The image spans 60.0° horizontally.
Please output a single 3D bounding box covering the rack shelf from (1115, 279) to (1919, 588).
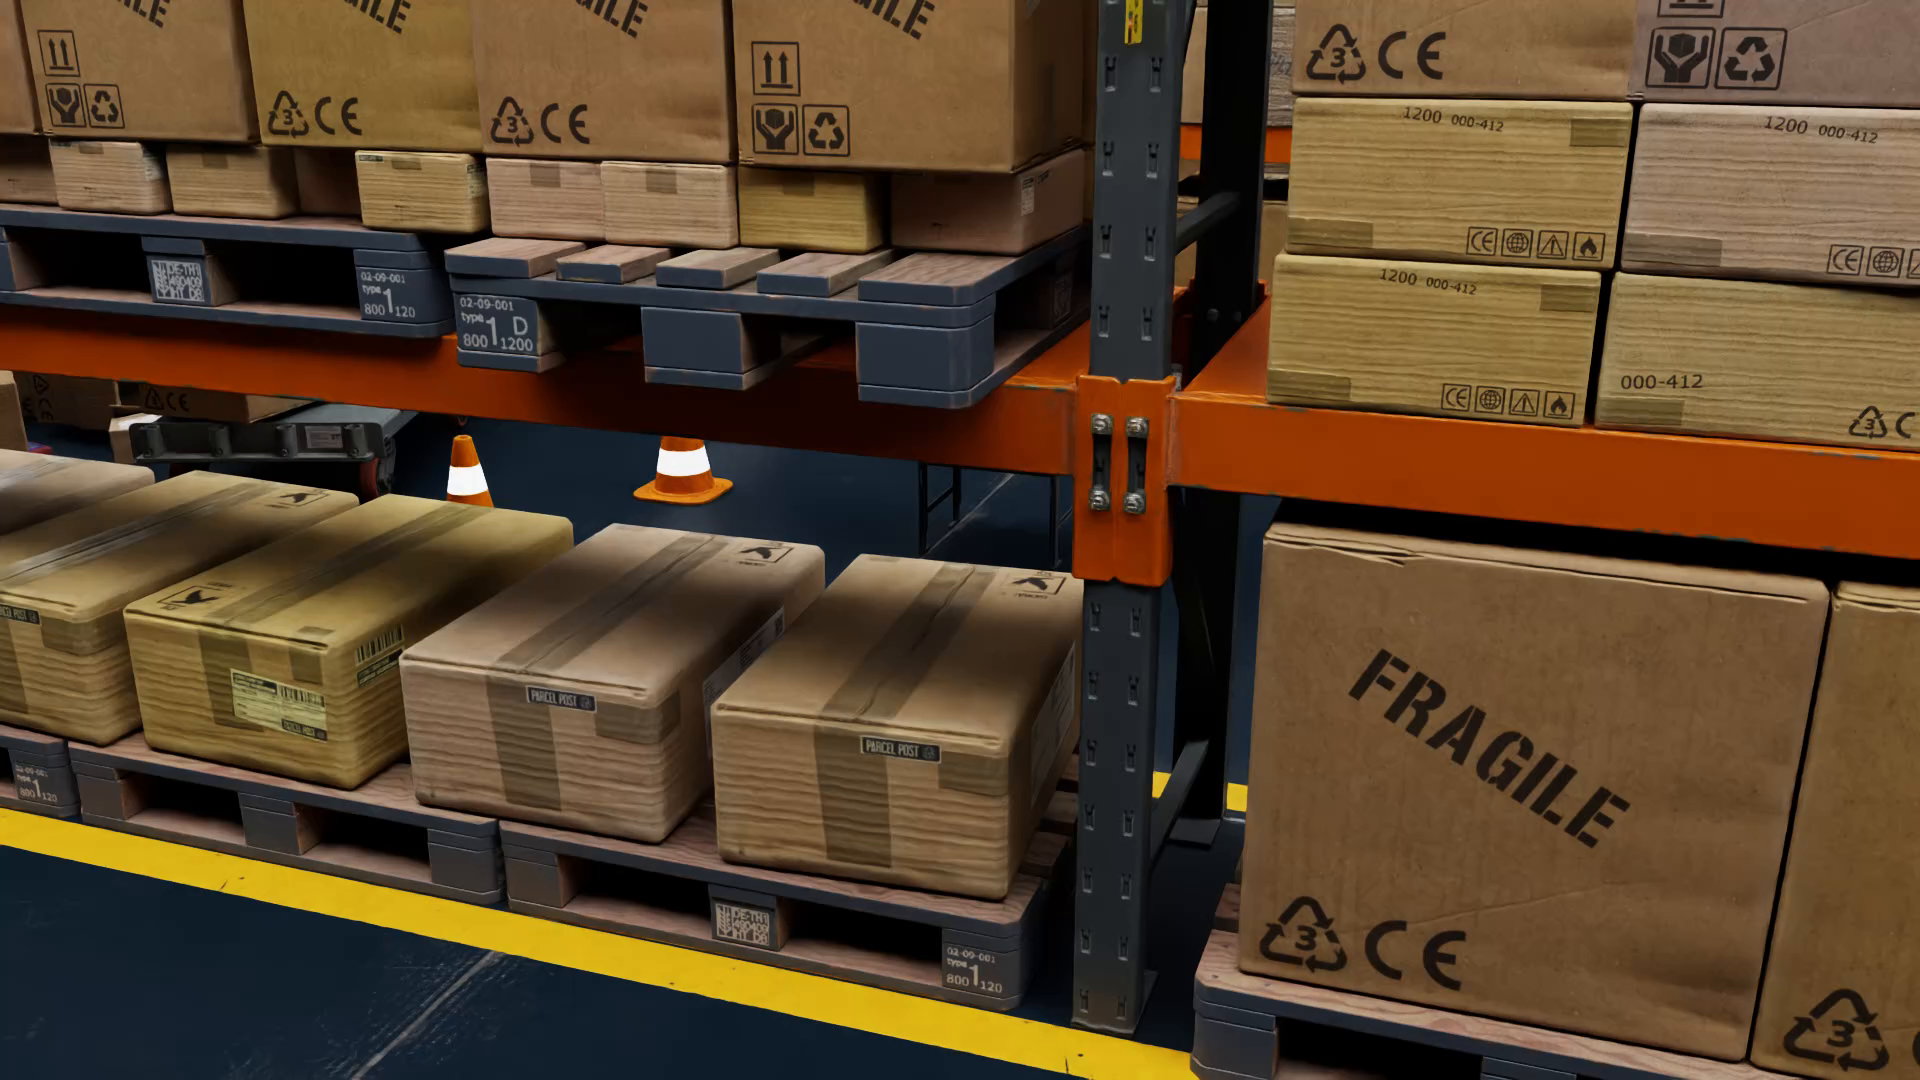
[{"bbox_3d":[2.333,-0.042,2.732,4.000,0.370,1.077,7,20,18],"label":"rack shelf"}]

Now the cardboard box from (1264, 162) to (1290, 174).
[{"bbox_3d":[2.528,-2.828,12.763,0.500,0.500,0.700,5,20,14],"label":"cardboard box"}]

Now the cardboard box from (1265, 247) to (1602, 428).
[{"bbox_3d":[0.823,-0.396,2.882,0.500,0.250,0.500,6,20,17],"label":"cardboard box"}]

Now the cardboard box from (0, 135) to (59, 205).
[{"bbox_3d":[-1.929,-0.847,3.692,0.250,0.149,0.380,7,20,18],"label":"cardboard box"}]

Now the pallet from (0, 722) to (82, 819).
[{"bbox_3d":[-2.599,0.371,4.692,1.213,0.211,1.003,7,20,18],"label":"pallet"}]

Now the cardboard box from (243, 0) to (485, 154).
[{"bbox_3d":[-1.046,-1.053,3.298,0.500,0.500,0.500,5,20,14],"label":"cardboard box"}]

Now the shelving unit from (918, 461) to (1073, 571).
[{"bbox_3d":[0.156,-0.974,5.679,0.503,2.100,0.431,7,20,18],"label":"shelving unit"}]

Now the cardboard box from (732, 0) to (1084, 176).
[{"bbox_3d":[-0.077,-0.946,2.992,0.500,0.500,0.500,6,20,16],"label":"cardboard box"}]

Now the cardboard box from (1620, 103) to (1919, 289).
[{"bbox_3d":[1.329,-0.575,2.638,0.500,0.250,0.500,7,20,19],"label":"cardboard box"}]

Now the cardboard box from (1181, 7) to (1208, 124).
[{"bbox_3d":[0.988,-2.214,7.720,0.500,0.500,0.500,7,20,18],"label":"cardboard box"}]

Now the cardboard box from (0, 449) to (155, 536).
[{"bbox_3d":[-2.839,0.069,4.676,0.625,0.372,0.950,7,20,19],"label":"cardboard box"}]

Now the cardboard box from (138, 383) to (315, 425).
[{"bbox_3d":[-2.779,-0.764,6.357,0.500,0.500,0.500,7,20,18],"label":"cardboard box"}]

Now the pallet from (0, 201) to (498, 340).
[{"bbox_3d":[-1.440,-0.708,3.842,1.213,0.211,1.003,7,20,18],"label":"pallet"}]

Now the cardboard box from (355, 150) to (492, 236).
[{"bbox_3d":[-0.973,-0.714,3.312,0.250,0.149,0.380,7,20,19],"label":"cardboard box"}]

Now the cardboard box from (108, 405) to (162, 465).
[{"bbox_3d":[-3.400,-0.494,7.090,0.396,0.266,0.258,-7,20,-20],"label":"cardboard box"}]

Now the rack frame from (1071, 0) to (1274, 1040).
[{"bbox_3d":[0.443,-0.598,3.234,0.127,3.000,1.000,7,20,18],"label":"rack frame"}]

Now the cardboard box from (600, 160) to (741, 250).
[{"bbox_3d":[-0.473,-0.659,3.154,0.250,0.149,0.380,6,20,18],"label":"cardboard box"}]

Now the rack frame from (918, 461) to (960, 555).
[{"bbox_3d":[-0.074,-1.000,5.755,0.015,2.100,0.400,7,20,18],"label":"rack frame"}]

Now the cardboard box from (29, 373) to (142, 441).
[{"bbox_3d":[-3.737,-0.846,7.533,0.503,0.637,0.797,7,20,18],"label":"cardboard box"}]

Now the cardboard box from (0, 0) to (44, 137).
[{"bbox_3d":[-2.050,-1.164,3.617,0.500,0.500,0.500,6,20,18],"label":"cardboard box"}]

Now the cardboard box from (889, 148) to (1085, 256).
[{"bbox_3d":[0.057,-0.640,3.098,0.250,0.149,0.380,7,21,20],"label":"cardboard box"}]

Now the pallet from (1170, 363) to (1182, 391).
[{"bbox_3d":[1.252,-0.940,8.451,1.213,0.211,1.003,7,20,18],"label":"pallet"}]

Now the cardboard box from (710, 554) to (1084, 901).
[{"bbox_3d":[-0.087,0.381,3.781,0.625,0.372,0.950,5,20,14],"label":"cardboard box"}]

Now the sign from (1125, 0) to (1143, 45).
[{"bbox_3d":[0.274,-0.937,2.569,0.005,0.325,0.100,7,20,18],"label":"sign"}]

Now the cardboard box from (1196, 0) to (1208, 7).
[{"bbox_3d":[1.073,-2.773,7.803,0.500,0.500,0.700,6,20,17],"label":"cardboard box"}]

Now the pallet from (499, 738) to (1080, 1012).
[{"bbox_3d":[-0.294,0.634,3.936,1.213,0.211,1.003,7,20,18],"label":"pallet"}]

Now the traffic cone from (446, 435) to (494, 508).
[{"bbox_3d":[-1.704,-0.133,5.755,0.334,0.463,0.336,7,20,18],"label":"traffic cone"}]

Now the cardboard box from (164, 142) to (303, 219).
[{"bbox_3d":[-1.433,-0.782,3.507,0.250,0.149,0.380,6,20,16],"label":"cardboard box"}]

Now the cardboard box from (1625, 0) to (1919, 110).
[{"bbox_3d":[1.301,-0.937,2.537,0.500,0.500,0.500,7,20,18],"label":"cardboard box"}]

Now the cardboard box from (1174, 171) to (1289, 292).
[{"bbox_3d":[1.427,-1.377,8.250,0.750,0.750,1.050,6,20,17],"label":"cardboard box"}]

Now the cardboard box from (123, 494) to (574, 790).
[{"bbox_3d":[-1.501,0.220,4.243,0.625,0.372,0.950,7,20,20],"label":"cardboard box"}]

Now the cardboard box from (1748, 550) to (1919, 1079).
[{"bbox_3d":[1.910,0.405,2.946,0.875,0.875,0.875,7,20,19],"label":"cardboard box"}]
